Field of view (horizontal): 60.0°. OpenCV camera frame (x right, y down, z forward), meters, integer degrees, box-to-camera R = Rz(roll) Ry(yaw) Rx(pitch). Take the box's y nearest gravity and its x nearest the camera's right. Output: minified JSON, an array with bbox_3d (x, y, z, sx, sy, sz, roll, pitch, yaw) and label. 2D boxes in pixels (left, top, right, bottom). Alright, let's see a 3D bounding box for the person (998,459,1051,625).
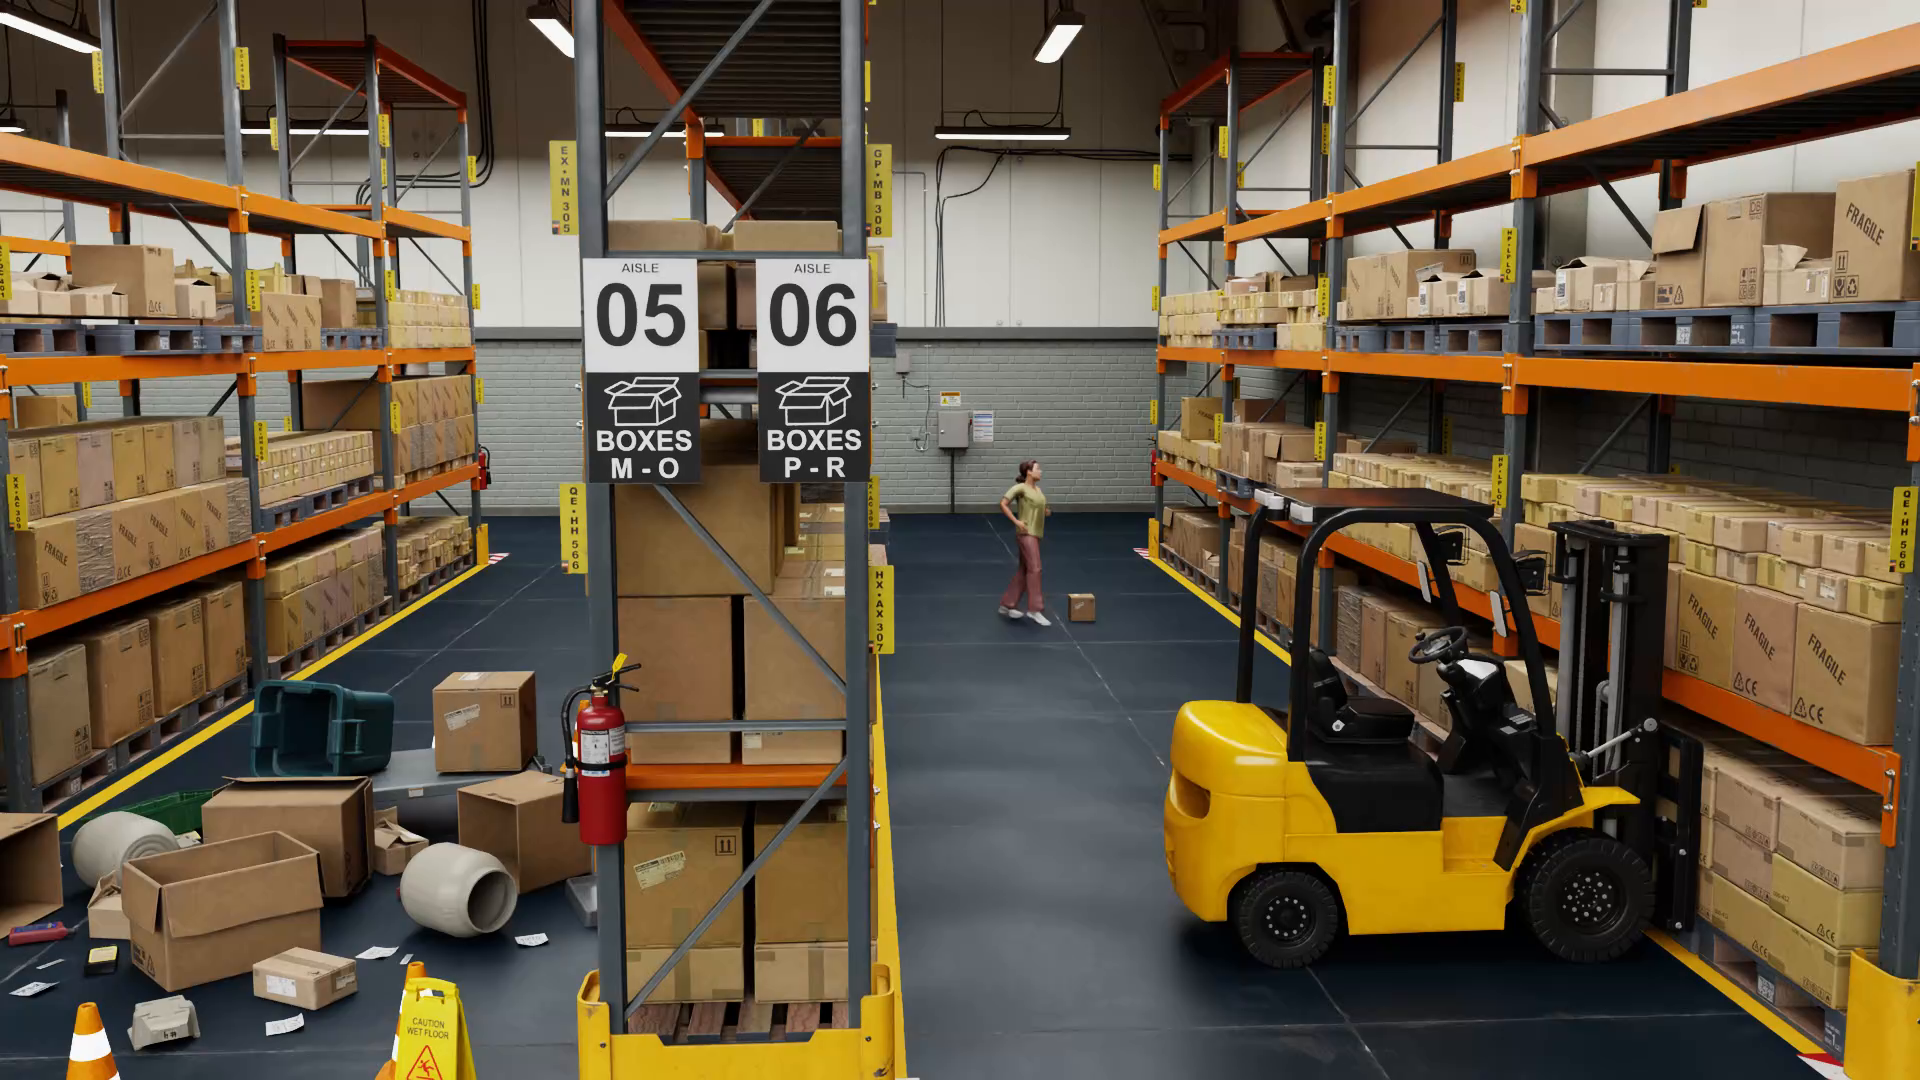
[{"bbox_3d":[0.761,0.005,17.315,0.665,1.687,0.653,4,8,27],"label":"person"}]
